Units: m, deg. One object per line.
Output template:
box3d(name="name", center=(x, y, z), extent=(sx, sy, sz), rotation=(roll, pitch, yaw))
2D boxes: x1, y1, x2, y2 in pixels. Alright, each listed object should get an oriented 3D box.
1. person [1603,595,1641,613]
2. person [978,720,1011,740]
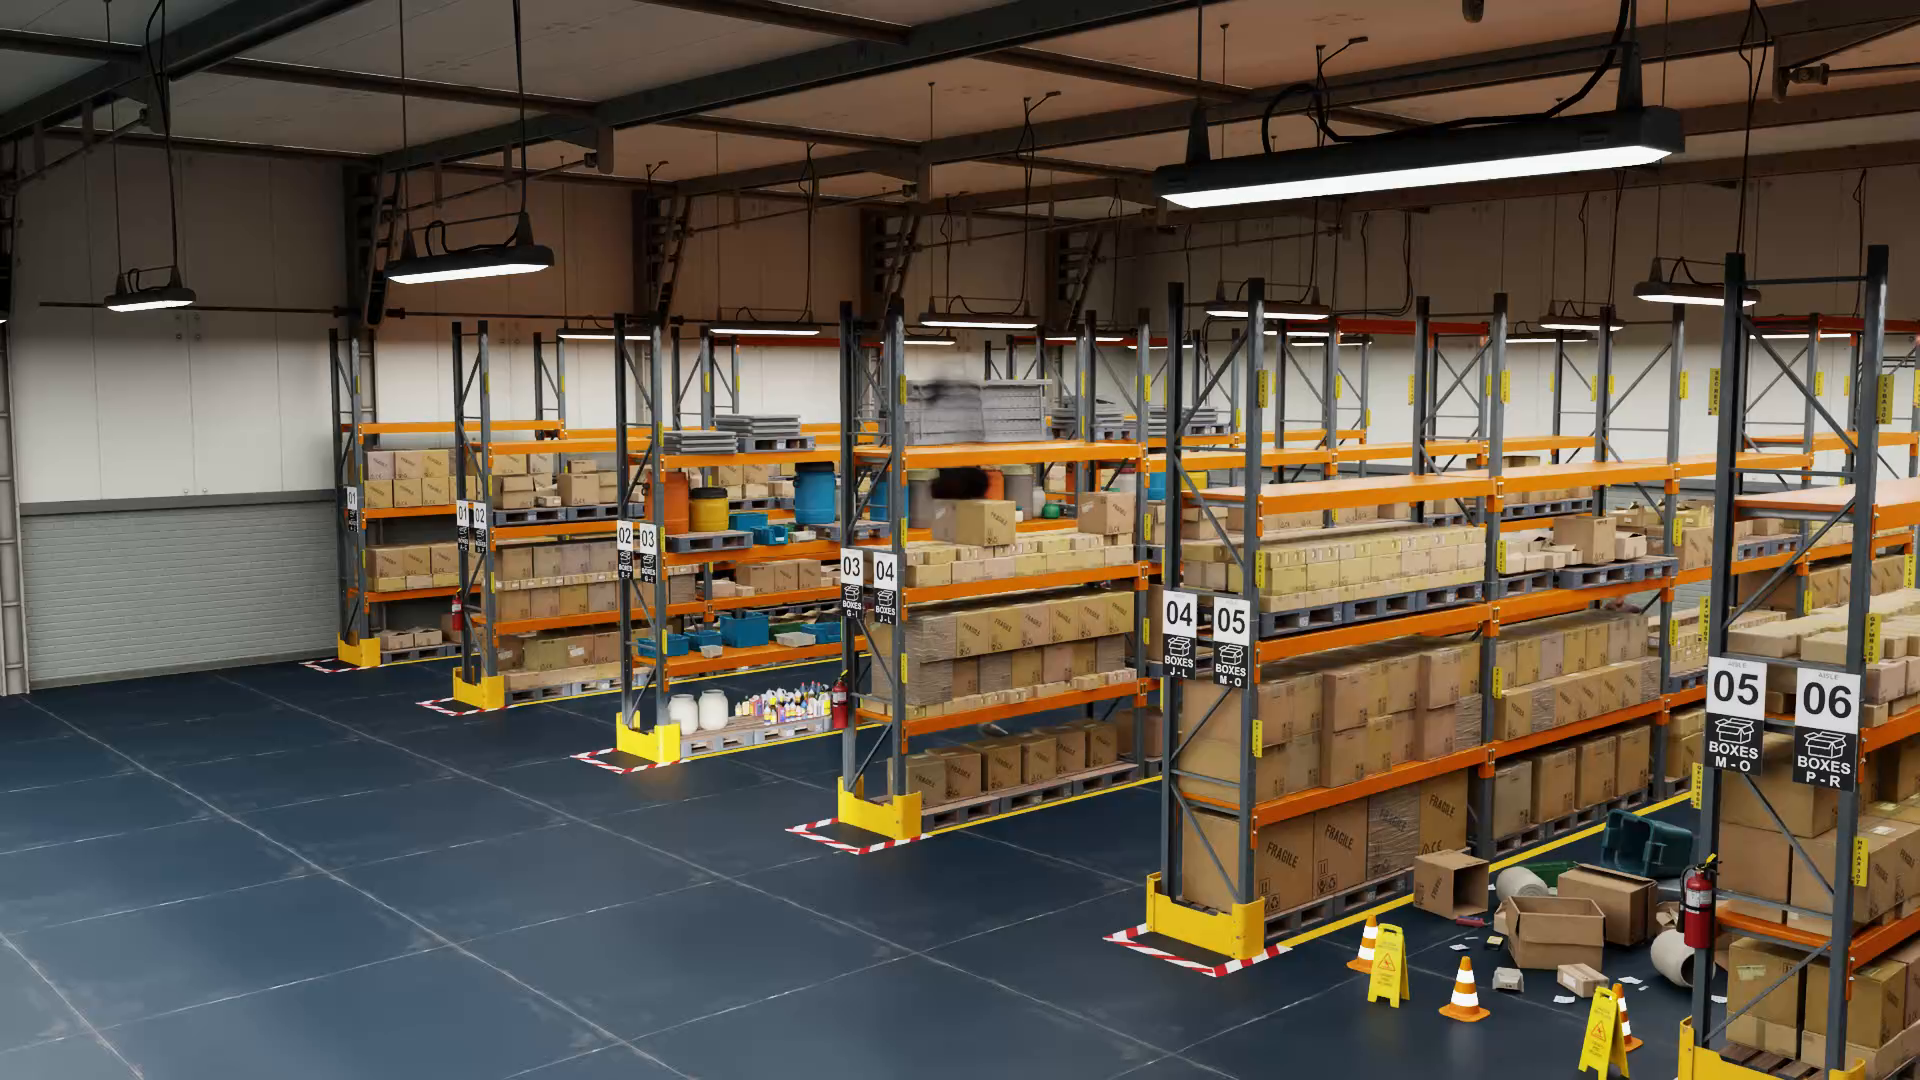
box3d(name="person", center=(10.801, 1.650, 27.050), extent=(0.813, 1.738, 0.679), rotation=(-5, 7, -40))
box3d(name="person", center=(0.392, 2.146, 22.282), extent=(0.554, 1.661, 0.569), rotation=(-5, 8, -43))
